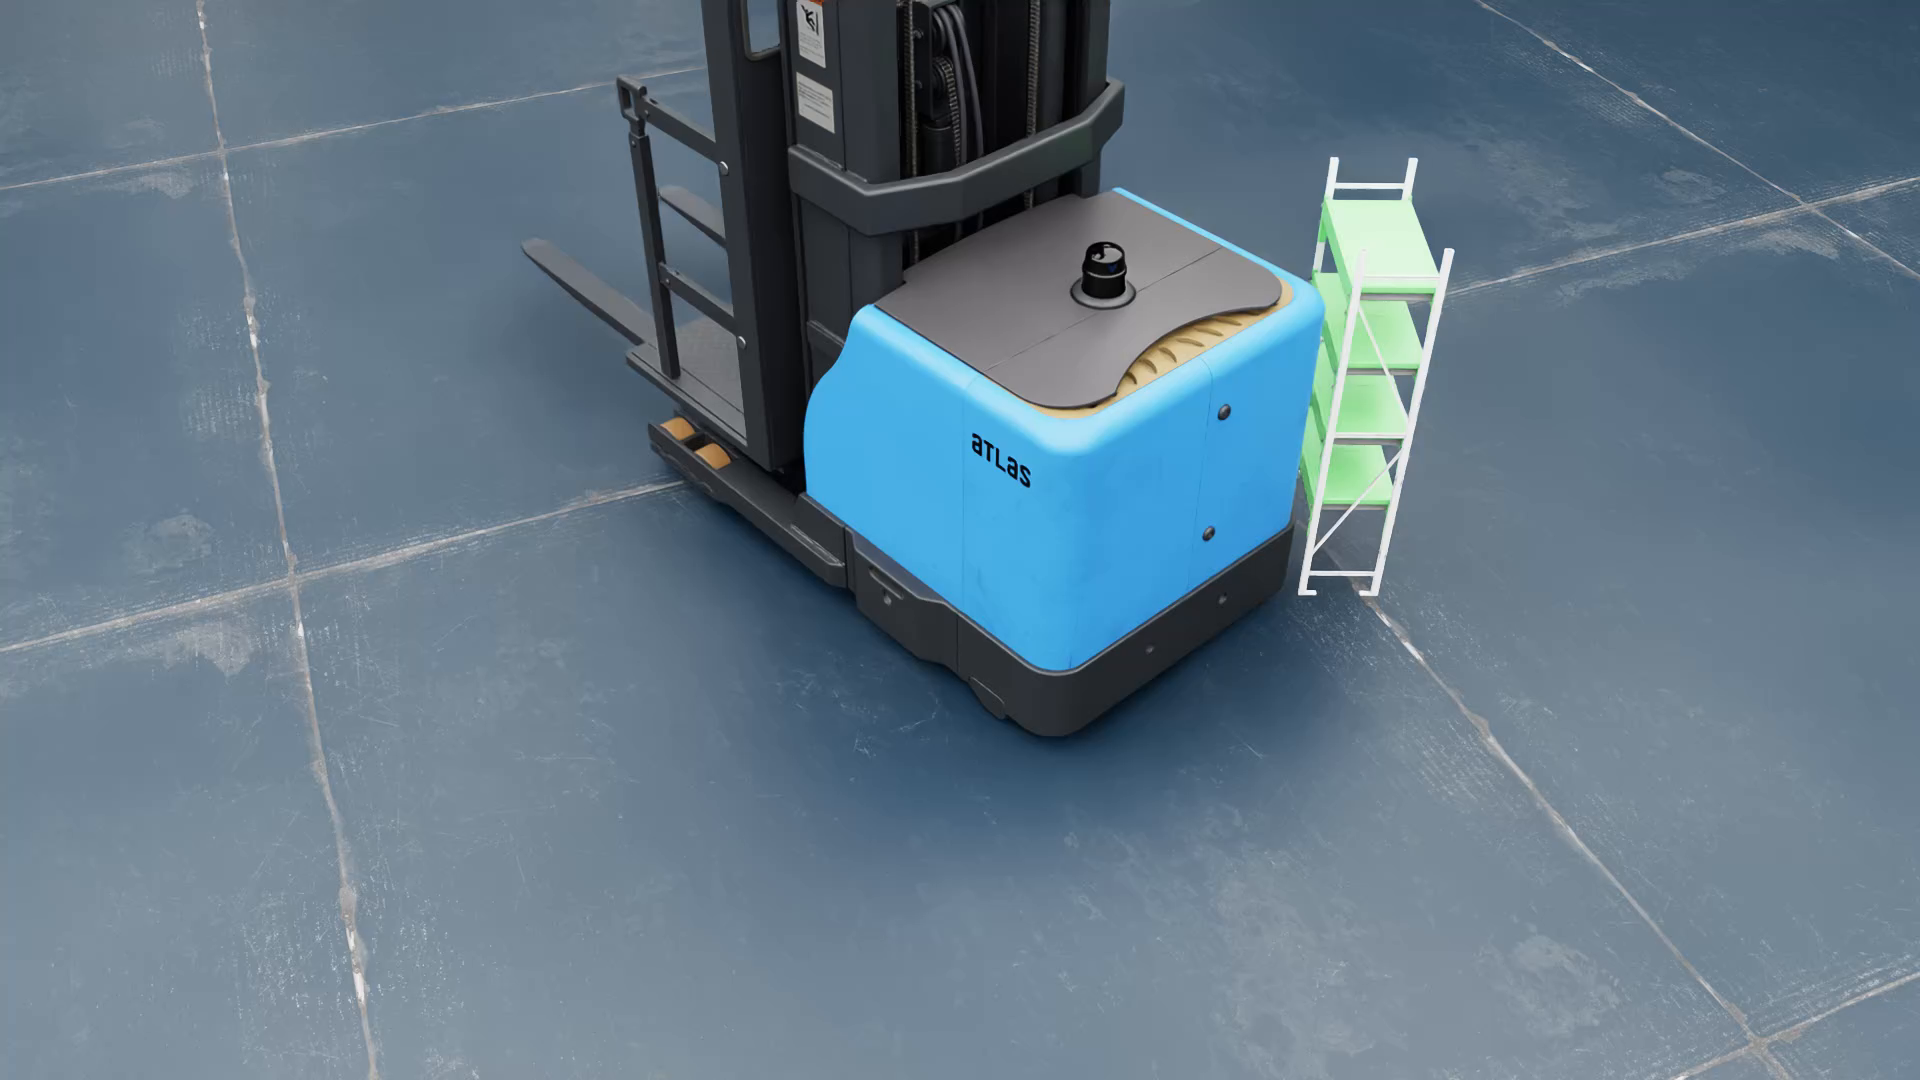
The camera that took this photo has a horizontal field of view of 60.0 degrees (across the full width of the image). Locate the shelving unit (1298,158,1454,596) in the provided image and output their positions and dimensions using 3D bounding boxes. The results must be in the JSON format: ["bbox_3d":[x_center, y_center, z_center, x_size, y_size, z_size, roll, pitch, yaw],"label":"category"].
[{"bbox_3d":[1.153,-0.450,4.853,0.258,1.200,0.503,1,41,1],"label":"shelving unit"}]

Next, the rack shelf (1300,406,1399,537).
[{"bbox_3d":[1.153,-0.220,5.051,0.258,0.148,0.480,1,41,1],"label":"rack shelf"}]

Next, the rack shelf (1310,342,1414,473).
[{"bbox_3d":[1.153,-0.402,4.895,0.258,0.148,0.480,1,41,1],"label":"rack shelf"}]

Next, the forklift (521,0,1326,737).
[{"bbox_3d":[-0.376,-1.455,4.694,1.130,2.935,3.031,-30,49,-30],"label":"forklift"}]

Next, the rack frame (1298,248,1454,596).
[{"bbox_3d":[1.149,-0.291,4.668,0.240,1.200,0.015,1,41,1],"label":"rack frame"}]

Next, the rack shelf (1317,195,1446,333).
[{"bbox_3d":[1.153,-0.766,4.582,0.258,0.148,0.480,1,41,1],"label":"rack shelf"}]

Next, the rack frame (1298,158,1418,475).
[{"bbox_3d":[1.157,-0.609,5.038,0.240,1.200,0.015,1,41,1],"label":"rack frame"}]

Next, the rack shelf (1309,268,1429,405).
[{"bbox_3d":[1.153,-0.584,4.738,0.258,0.148,0.480,1,41,1],"label":"rack shelf"}]
